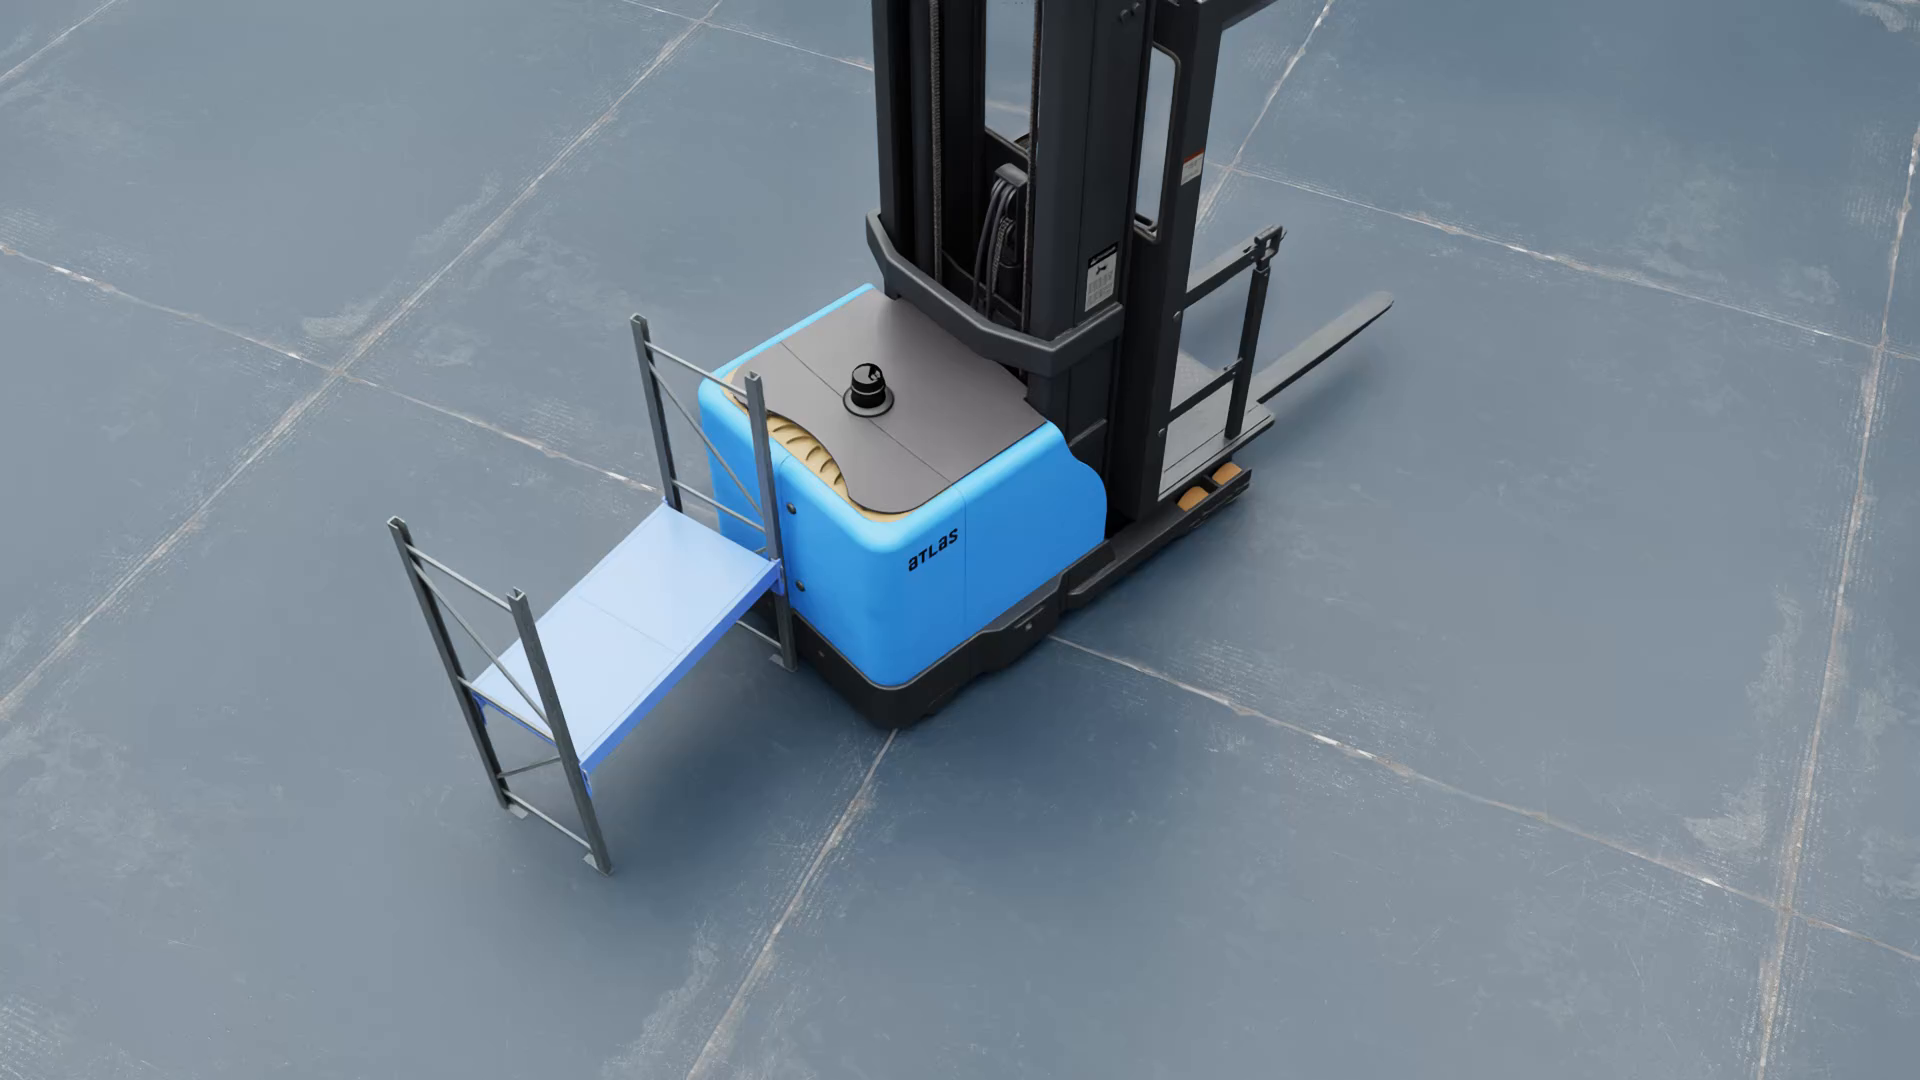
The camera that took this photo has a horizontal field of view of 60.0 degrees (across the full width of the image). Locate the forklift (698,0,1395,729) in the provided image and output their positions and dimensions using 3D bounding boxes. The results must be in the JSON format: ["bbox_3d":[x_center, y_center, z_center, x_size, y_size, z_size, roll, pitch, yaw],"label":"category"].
[{"bbox_3d":[0.527,-1.267,5.719,3.031,2.935,1.130,-34,58,-26],"label":"forklift"}]

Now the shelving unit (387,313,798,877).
[{"bbox_3d":[-1.100,0.212,5.400,0.538,1.500,1.048,27,55,21],"label":"shelving unit"}]

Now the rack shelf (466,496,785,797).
[{"bbox_3d":[-1.100,0.328,5.537,0.538,0.185,1.000,27,55,21],"label":"rack shelf"}]

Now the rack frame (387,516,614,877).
[{"bbox_3d":[-1.385,0.533,5.127,0.500,1.500,0.032,27,55,21],"label":"rack frame"}]

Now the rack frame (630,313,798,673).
[{"bbox_3d":[-0.816,-0.109,5.673,0.500,1.500,0.032,27,55,21],"label":"rack frame"}]
